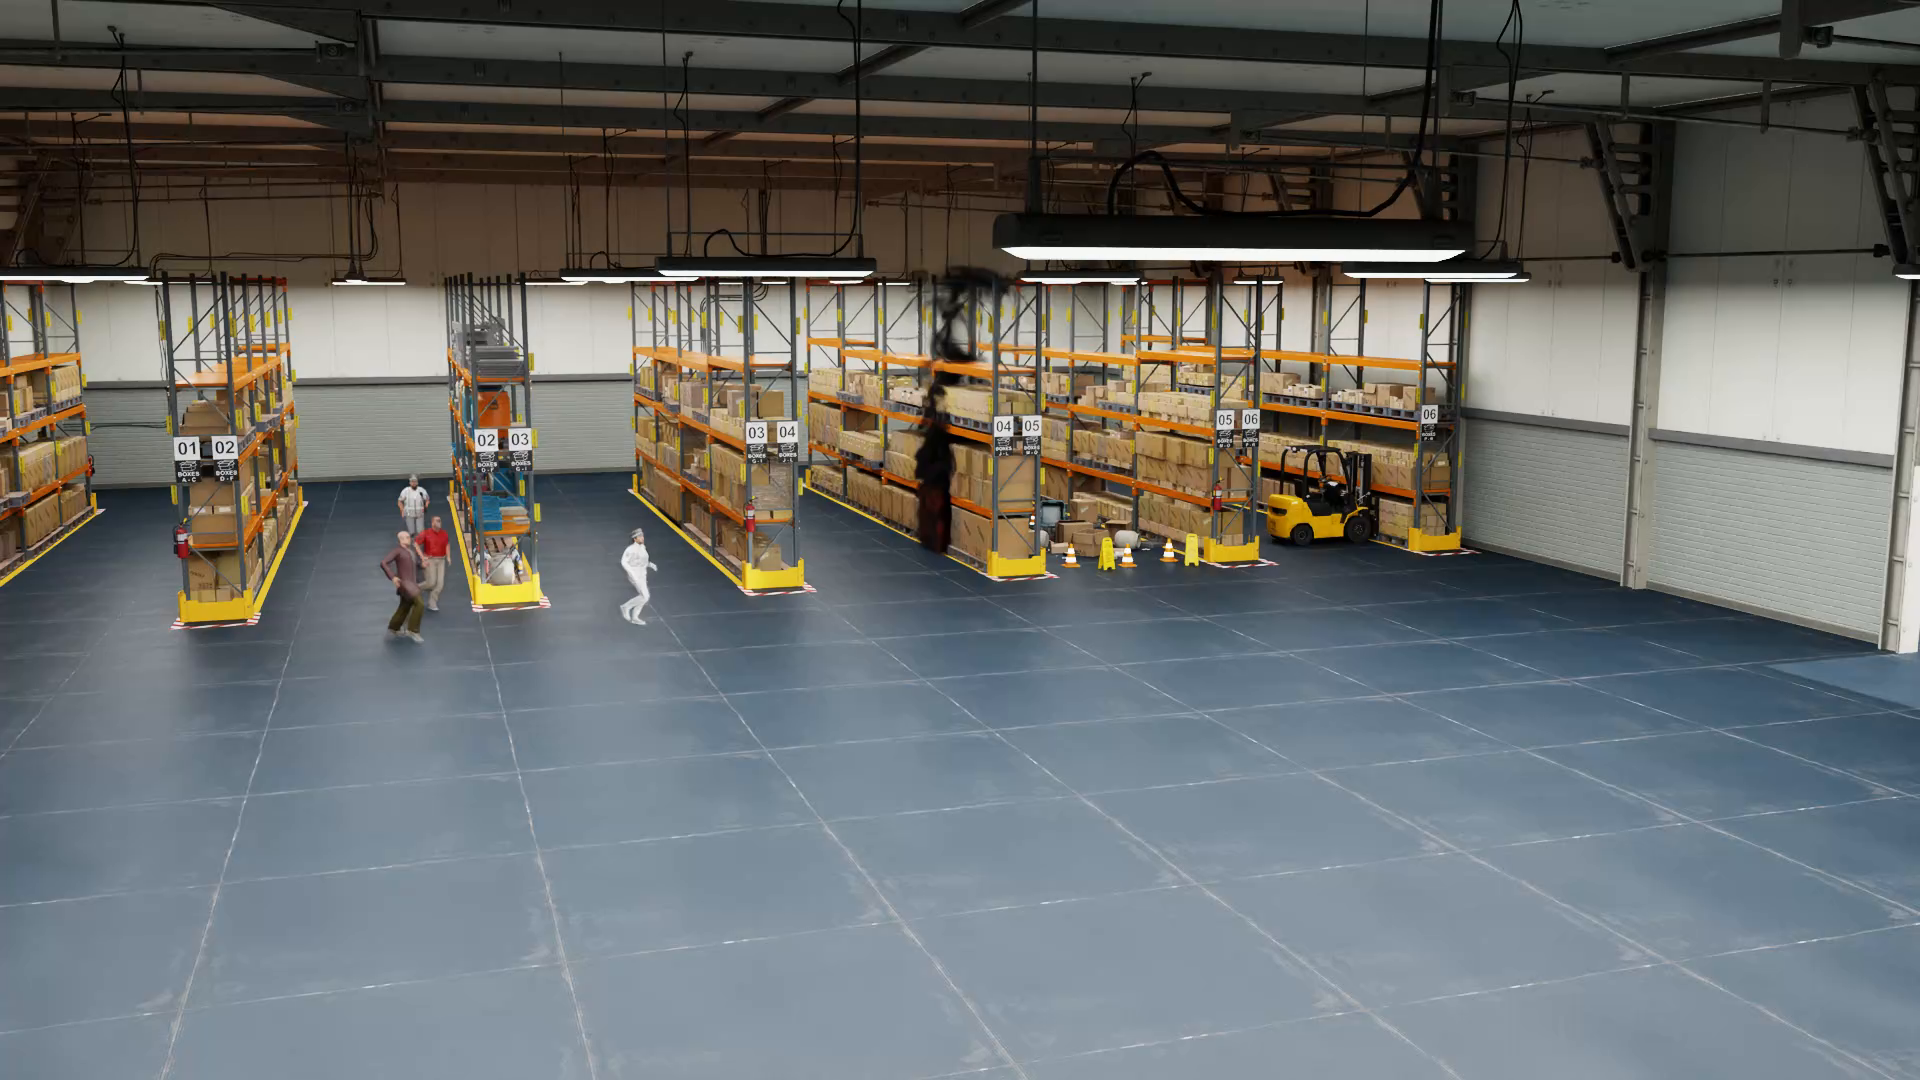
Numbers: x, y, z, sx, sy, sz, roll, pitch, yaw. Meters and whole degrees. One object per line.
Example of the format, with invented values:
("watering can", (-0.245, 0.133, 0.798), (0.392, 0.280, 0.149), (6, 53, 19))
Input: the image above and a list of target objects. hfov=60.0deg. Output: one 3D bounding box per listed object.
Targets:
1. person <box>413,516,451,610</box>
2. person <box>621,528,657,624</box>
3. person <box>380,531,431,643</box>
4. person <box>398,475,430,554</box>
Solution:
("person", (-9.460, 0.401, 29.977), (0.667, 1.650, 0.705), (8, 11, 41))
("person", (-5.506, 0.617, 28.550), (0.569, 1.669, 0.605), (2, 9, 15))
("person", (-9.022, 0.772, 27.129), (0.825, 1.842, 0.668), (0, 9, 2))
("person", (-11.809, -0.561, 36.045), (0.664, 1.730, 0.601), (-4, 9, -24))
